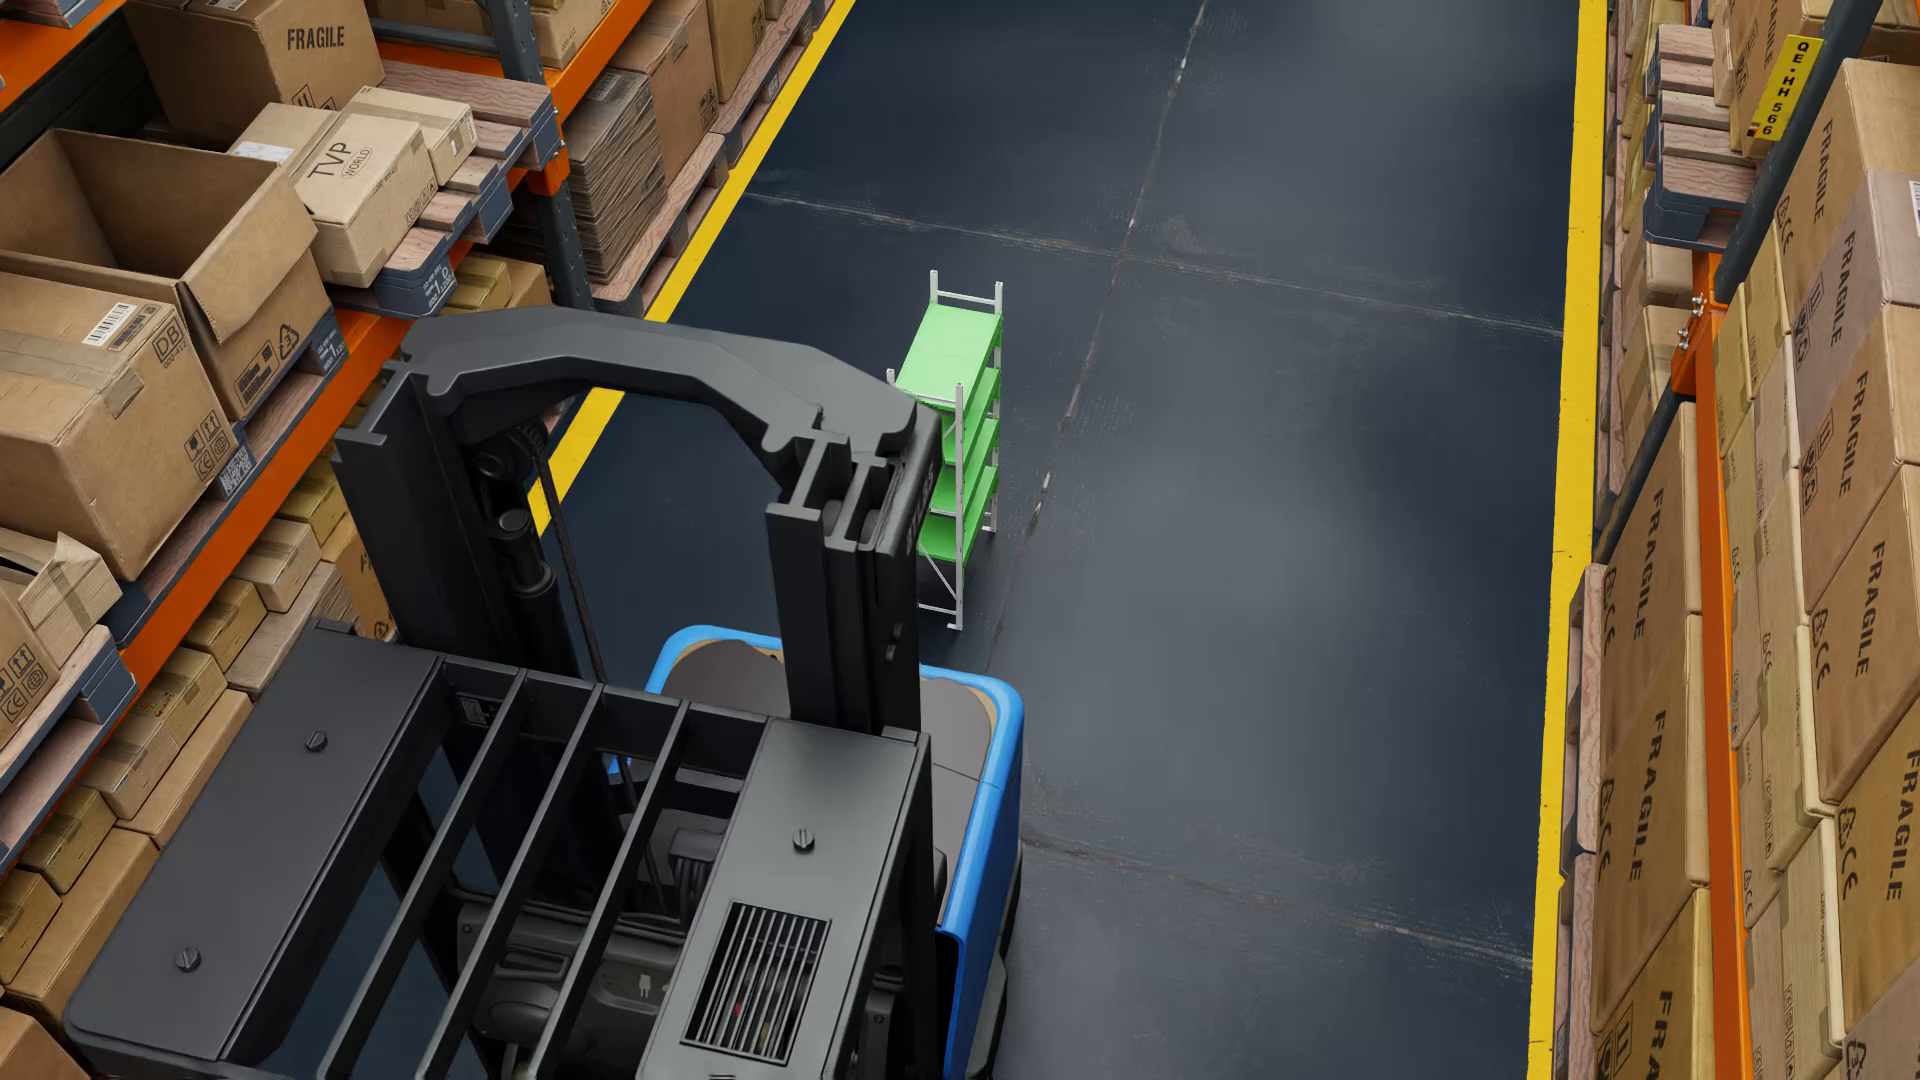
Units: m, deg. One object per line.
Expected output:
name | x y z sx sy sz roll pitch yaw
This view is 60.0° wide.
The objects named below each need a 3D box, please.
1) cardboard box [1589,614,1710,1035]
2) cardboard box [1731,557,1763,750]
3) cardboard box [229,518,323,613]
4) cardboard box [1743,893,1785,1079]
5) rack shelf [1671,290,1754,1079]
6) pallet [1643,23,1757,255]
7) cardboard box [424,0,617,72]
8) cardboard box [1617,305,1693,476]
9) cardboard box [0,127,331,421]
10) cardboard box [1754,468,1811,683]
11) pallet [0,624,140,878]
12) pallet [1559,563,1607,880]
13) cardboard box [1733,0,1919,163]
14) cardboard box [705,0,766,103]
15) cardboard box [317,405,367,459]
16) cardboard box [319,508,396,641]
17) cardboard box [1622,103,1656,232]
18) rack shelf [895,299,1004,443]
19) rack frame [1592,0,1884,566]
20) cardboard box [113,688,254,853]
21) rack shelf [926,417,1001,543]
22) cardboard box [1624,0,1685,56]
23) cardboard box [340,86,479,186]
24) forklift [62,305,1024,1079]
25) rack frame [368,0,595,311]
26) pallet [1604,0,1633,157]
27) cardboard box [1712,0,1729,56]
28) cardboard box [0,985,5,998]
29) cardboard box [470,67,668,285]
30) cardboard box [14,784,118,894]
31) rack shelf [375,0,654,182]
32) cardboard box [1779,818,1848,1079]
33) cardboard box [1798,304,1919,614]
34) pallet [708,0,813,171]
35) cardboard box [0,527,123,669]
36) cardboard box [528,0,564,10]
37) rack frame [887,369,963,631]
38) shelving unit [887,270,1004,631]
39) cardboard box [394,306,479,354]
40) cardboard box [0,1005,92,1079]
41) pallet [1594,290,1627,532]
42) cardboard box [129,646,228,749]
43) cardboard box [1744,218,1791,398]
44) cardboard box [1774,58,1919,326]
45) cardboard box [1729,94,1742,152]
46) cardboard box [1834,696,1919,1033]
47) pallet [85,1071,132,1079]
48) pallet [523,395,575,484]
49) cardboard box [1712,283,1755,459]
cardboard box | 2.327 0.892 4.599 0.875 0.875 0.875 12 50 10
cardboard box | 2.194 0.307 4.078 0.500 0.250 0.500 13 50 11
cardboard box | -2.224 0.057 5.153 0.380 0.149 0.250 9 49 8
cardboard box | 1.936 1.039 3.432 0.500 0.250 0.500 10 49 9
rack shelf | 2.301 0.885 3.948 1.077 0.370 4.000 12 50 10
pallet | 2.913 -1.273 5.501 1.213 0.211 1.003 12 50 10
cardboard box | -1.609 -2.000 6.115 0.500 0.250 0.500 12 50 10
cardboard box | 2.986 -0.476 6.142 0.950 0.372 0.625 9 49 7
cardboard box | -2.213 -0.733 4.547 0.797 0.503 0.637 11 49 9
cardboard box | 2.176 0.134 3.898 0.500 0.250 0.500 11 50 10
pallet | -2.699 0.623 3.827 1.003 0.211 1.213 12 50 10
pallet | 2.548 0.678 5.511 1.003 0.211 1.213 12 50 10
cardboard box | 2.679 -1.454 4.988 0.500 0.500 0.500 10 49 9
cardboard box | -1.443 -2.540 7.795 0.875 0.625 0.625 10 49 8
cardboard box | -2.115 -0.329 5.494 0.380 0.149 0.250 13 50 11
cardboard box | -2.143 -0.001 5.638 0.500 0.500 0.500 14 50 12
cardboard box | 3.378 -1.559 7.098 0.950 0.372 0.625 13 50 11
rack shelf | -0.044 -0.553 5.382 0.258 0.148 0.480 12 50 10
rack frame | 2.828 -0.800 4.955 1.000 3.000 0.127 12 50 10
cardboard box | -2.404 0.752 4.973 0.500 0.500 0.500 10 49 9
rack shelf | -0.044 -0.235 5.742 0.258 0.148 0.480 12 50 10
cardboard box | 3.745 -2.583 8.002 0.950 0.372 0.625 12 50 11
cardboard box | -1.765 -1.282 5.268 0.380 0.149 0.250 12 50 11
forklift | -0.642 1.122 3.305 1.130 2.935 3.031 10 49 9
rack frame | -1.962 -1.777 5.818 1.000 3.000 0.127 12 50 10
pallet | 3.677 -2.207 8.057 1.003 0.211 1.213 12 50 10
cardboard box | 2.785 -1.719 5.654 0.380 0.149 0.250 9 49 8
cardboard box | -2.665 1.167 4.173 0.380 0.149 0.250 10 49 9
cardboard box | -1.785 -1.578 6.946 0.875 0.625 0.625 13 50 11
cardboard box | -2.550 0.779 4.517 0.380 0.149 0.250 11 49 9
rack shelf | -1.435 -2.985 7.364 1.077 0.370 4.000 12 50 10
cardboard box | 1.911 0.872 3.247 0.500 0.250 0.500 13 50 11
cardboard box | 2.190 -0.124 3.625 0.500 0.500 0.500 13 50 11
pallet | -1.384 -2.322 8.158 1.003 0.211 1.213 12 50 10
cardboard box | -2.279 0.093 3.977 0.396 0.266 0.258 14 50 12
cardboard box | -1.585 -2.160 5.923 0.500 0.250 0.500 12 50 10
rack frame | -0.108 -0.101 5.539 0.240 1.200 0.015 12 50 10
shelving unit | -0.044 -0.277 5.694 0.258 1.200 0.503 12 50 10
cardboard box | -1.889 -0.693 5.815 0.380 0.149 0.250 9 49 8
cardboard box | -2.670 1.499 4.313 0.500 0.500 0.500 14 50 12
pallet | 3.035 -0.442 6.500 1.003 0.211 1.213 12 50 10
cardboard box | -2.380 0.426 4.828 0.380 0.149 0.250 13 50 11
cardboard box | 2.456 -0.598 4.544 0.500 0.250 0.500 11 50 10
cardboard box | 2.462 -0.856 4.271 0.500 0.500 0.500 10 49 9
cardboard box | 2.688 -1.348 5.326 0.380 0.149 0.250 12 50 11
cardboard box | 1.932 0.618 2.970 0.500 0.500 0.500 13 50 11
pallet | -2.837 1.443 4.835 1.003 0.211 1.213 12 50 10
pallet | -2.195 -0.322 6.393 1.003 0.211 1.213 12 50 10
cardboard box | 2.456 -0.446 4.743 0.500 0.250 0.500 11 49 9
